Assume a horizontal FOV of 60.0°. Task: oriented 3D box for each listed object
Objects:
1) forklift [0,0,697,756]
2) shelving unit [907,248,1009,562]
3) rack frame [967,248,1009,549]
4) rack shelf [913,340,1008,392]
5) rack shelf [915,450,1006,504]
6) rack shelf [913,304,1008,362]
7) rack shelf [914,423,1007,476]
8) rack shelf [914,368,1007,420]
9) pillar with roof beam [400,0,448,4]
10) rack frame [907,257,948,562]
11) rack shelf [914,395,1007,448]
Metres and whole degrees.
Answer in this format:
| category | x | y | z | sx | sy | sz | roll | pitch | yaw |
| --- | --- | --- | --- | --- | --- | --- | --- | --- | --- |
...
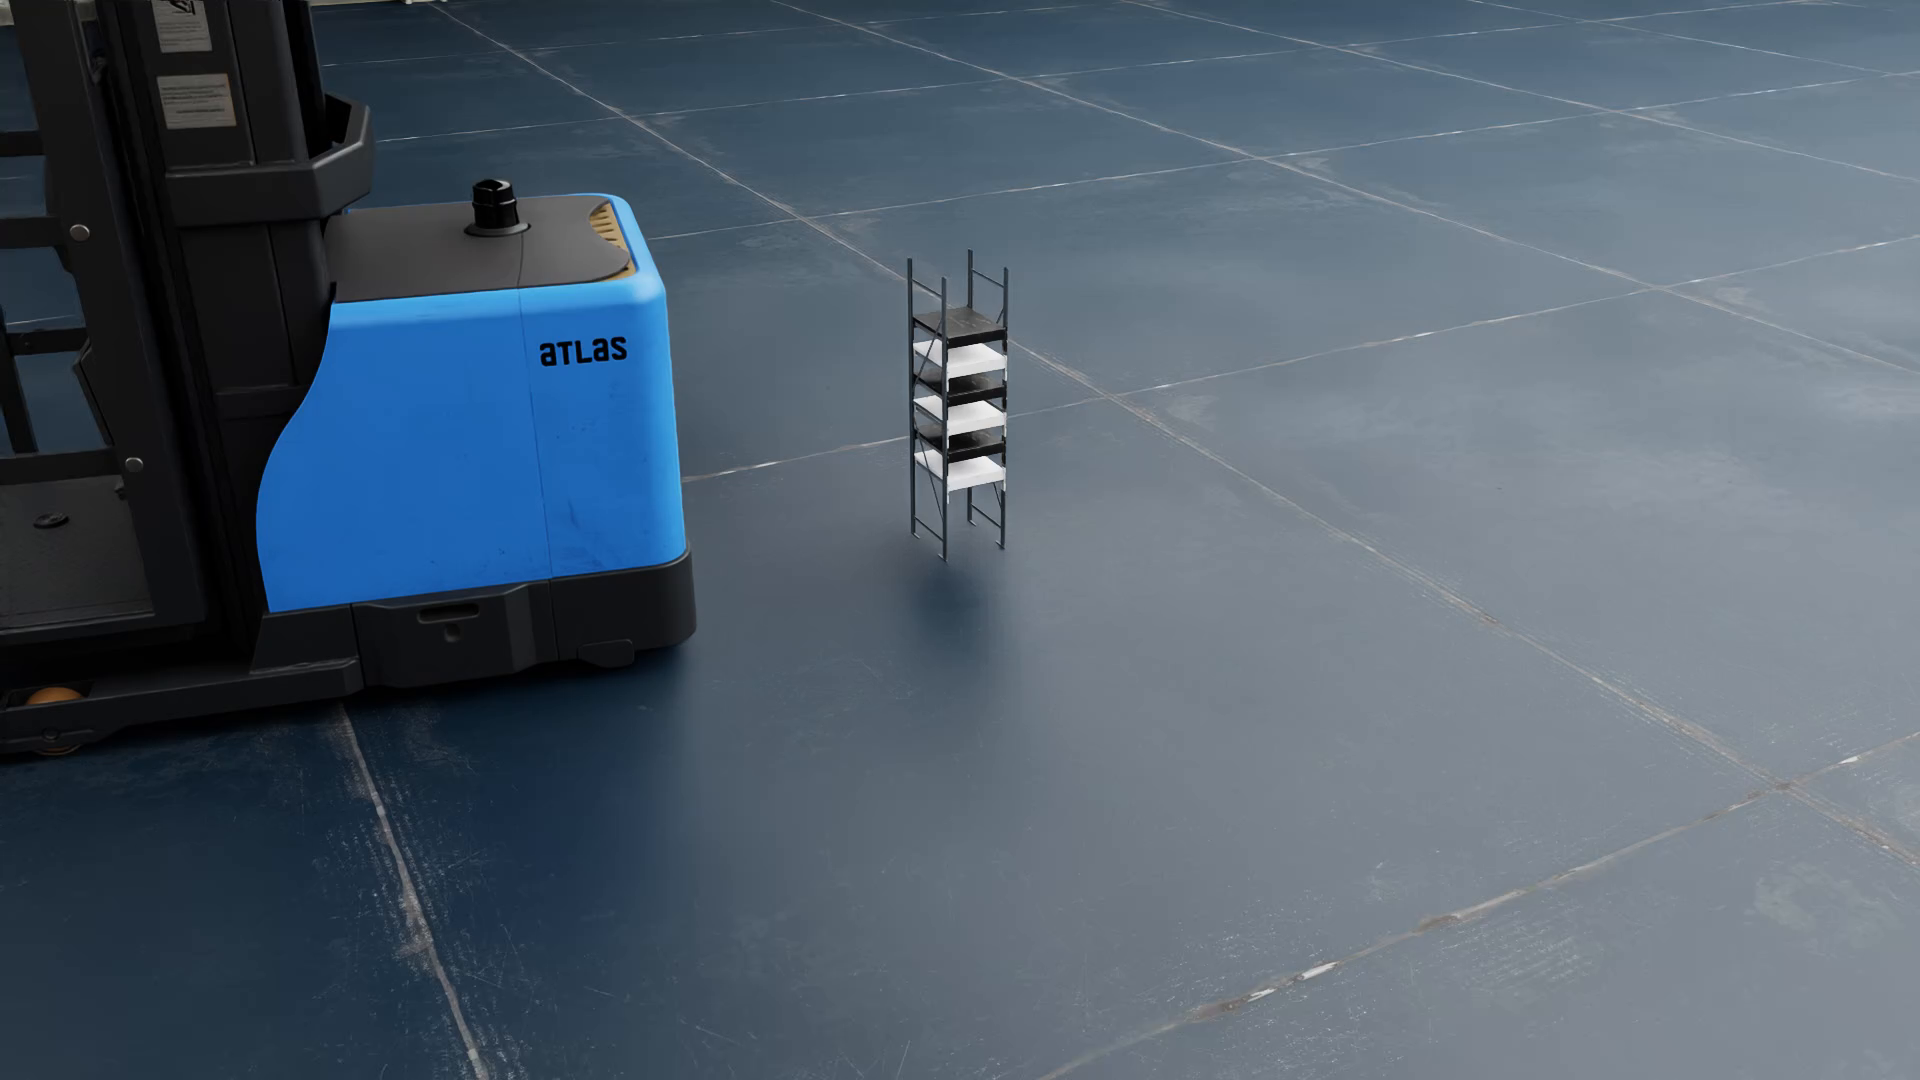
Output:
| category | x | y | z | sx | sy | sz | roll | pitch | yaw |
| --- | --- | --- | --- | --- | --- | --- | --- | --- | --- |
| forklift | -2.300 | -1.017 | 3.981 | 3.031 | 2.935 | 1.130 | -7 | 27 | -14 |
| shelving unit | -0.007 | -0.404 | 5.052 | 0.210 | 0.900 | 0.258 | -13 | 29 | -25 |
| rack frame | 0.083 | -0.425 | 5.095 | 0.006 | 0.900 | 0.240 | -13 | 29 | -25 |
| rack shelf | -0.007 | -0.536 | 4.988 | 0.200 | 0.077 | 0.258 | -13 | 29 | -25 |
| rack shelf | -0.007 | -0.212 | 5.144 | 0.200 | 0.077 | 0.258 | -13 | 29 | -25 |
| rack shelf | -0.007 | -0.617 | 4.949 | 0.200 | 0.077 | 0.258 | -13 | 29 | -25 |
| rack shelf | -0.007 | -0.293 | 5.105 | 0.200 | 0.077 | 0.258 | -13 | 29 | -25 |
| rack shelf | -0.007 | -0.455 | 5.027 | 0.200 | 0.077 | 0.258 | -13 | 29 | -25 |
| pillar with roof beam | -3.199 | -7.665 | 10.819 | 0.400 | 9.000 | 9.100 | -13 | 29 | -25 |
| rack frame | -0.097 | -0.383 | 5.009 | 0.006 | 0.900 | 0.240 | -13 | 29 | -25 |
| rack shelf | -0.007 | -0.374 | 5.066 | 0.200 | 0.077 | 0.258 | -13 | 29 | -25 |
